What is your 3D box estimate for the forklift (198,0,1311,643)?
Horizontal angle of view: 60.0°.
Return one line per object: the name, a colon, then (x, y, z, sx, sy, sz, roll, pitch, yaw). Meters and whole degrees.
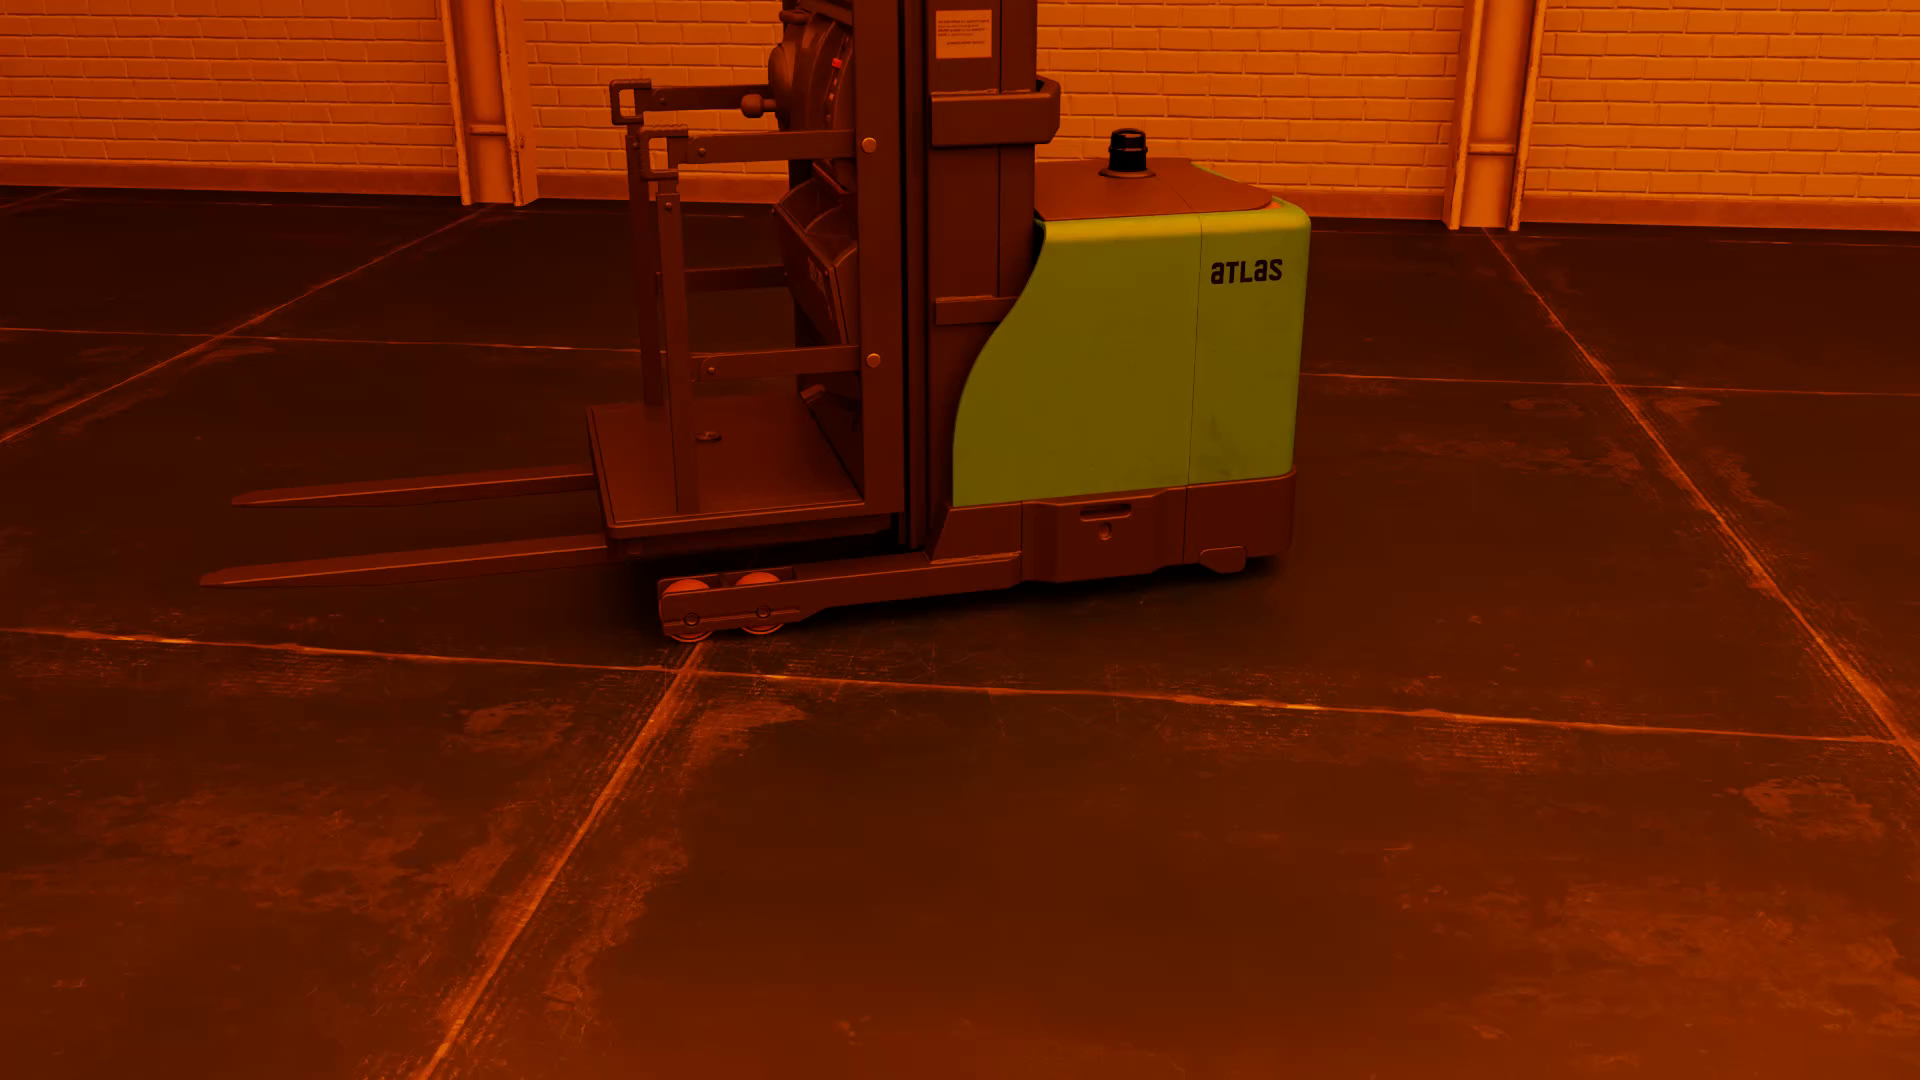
forklift: (-0.588, -1.301, 4.485, 3.031, 2.935, 1.130, -6, 23, -14)
